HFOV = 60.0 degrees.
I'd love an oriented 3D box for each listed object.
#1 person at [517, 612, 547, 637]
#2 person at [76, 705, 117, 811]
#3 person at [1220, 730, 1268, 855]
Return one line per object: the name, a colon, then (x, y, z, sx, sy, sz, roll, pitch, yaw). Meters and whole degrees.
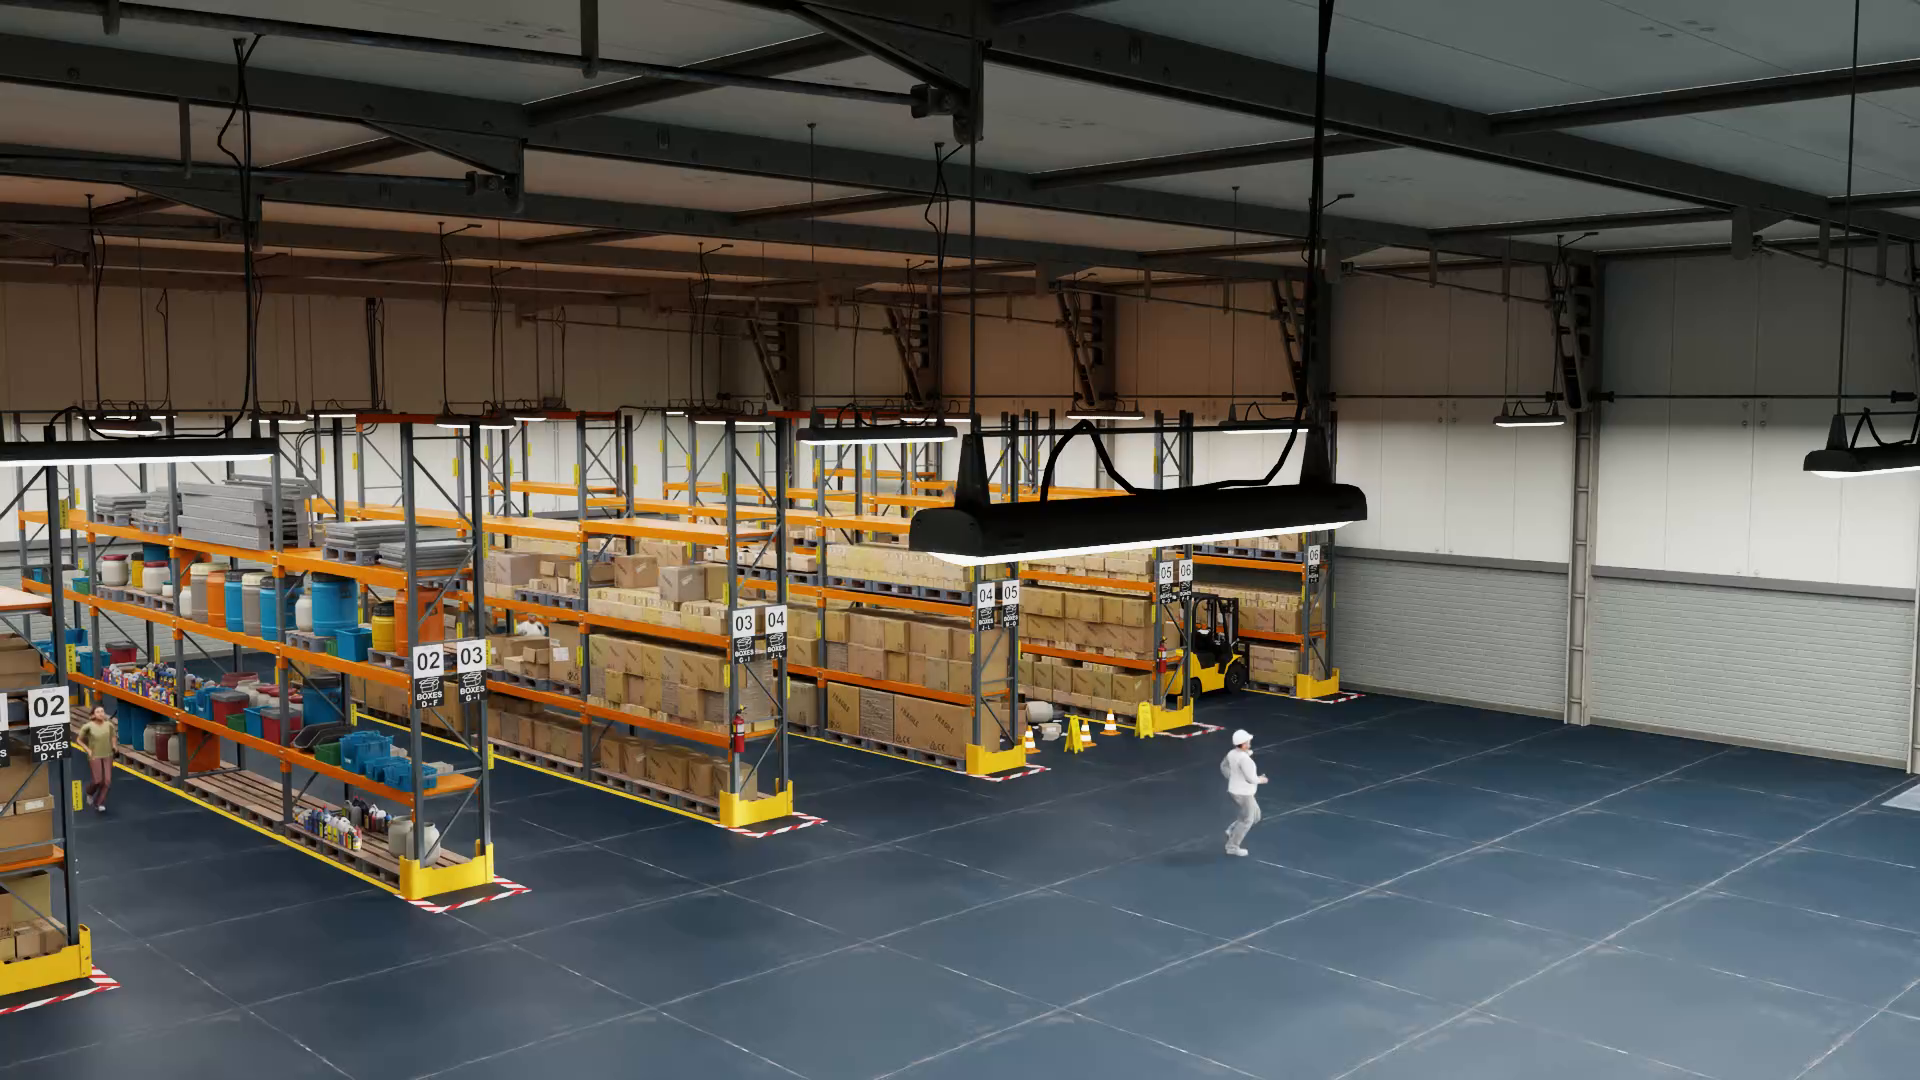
person: (-9.106, 2.382, 35.404, 0.785, 1.851, 0.633, 5, 7, 42)
person: (-13.127, 3.315, 25.368, 0.526, 1.624, 0.563, 4, 7, 41)
person: (3.944, 3.469, 22.924, 0.592, 1.732, 0.645, -1, 5, -10)
